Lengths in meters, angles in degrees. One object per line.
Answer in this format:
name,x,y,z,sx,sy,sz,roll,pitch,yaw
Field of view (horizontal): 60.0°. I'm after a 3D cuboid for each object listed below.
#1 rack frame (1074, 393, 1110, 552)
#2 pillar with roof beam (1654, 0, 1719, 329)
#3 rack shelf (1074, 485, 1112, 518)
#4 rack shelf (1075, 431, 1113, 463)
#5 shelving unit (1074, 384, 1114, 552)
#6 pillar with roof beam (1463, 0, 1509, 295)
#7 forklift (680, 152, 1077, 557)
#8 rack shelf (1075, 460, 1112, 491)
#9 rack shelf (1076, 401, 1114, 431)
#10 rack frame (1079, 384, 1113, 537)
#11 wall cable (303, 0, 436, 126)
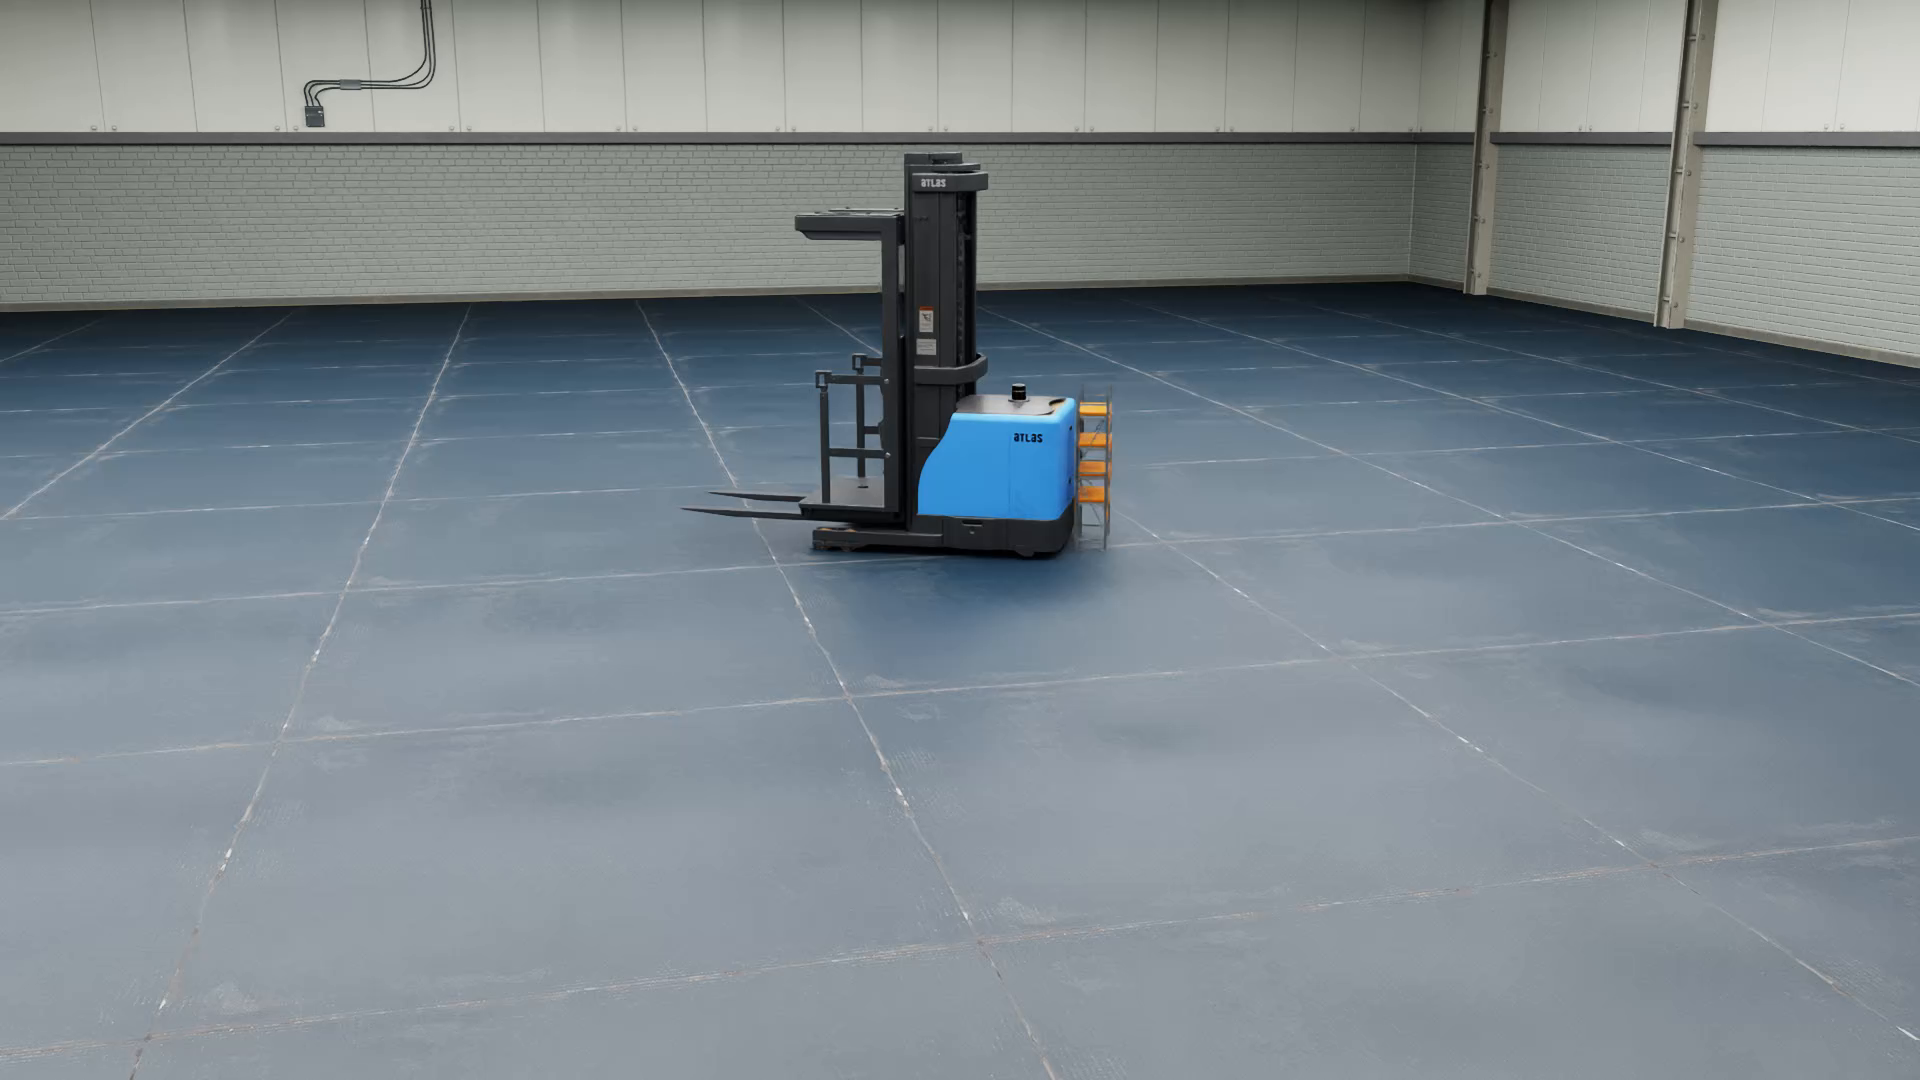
rack frame,0.987,-0.500,12.445,0.240,1.200,0.015,2,14,8
pillar with roof beam,7.403,-7.611,25.121,9.100,9.000,0.400,-3,14,-13
rack shelf,1.021,-0.299,12.743,0.258,0.148,0.480,2,14,8
rack shelf,1.021,-0.709,12.643,0.258,0.148,0.480,2,14,8
shelving unit,1.021,-0.557,12.680,0.258,1.200,0.503,2,14,8
pillar with roof beam,5.994,-8.996,30.786,9.100,9.000,0.400,-3,14,-13
forklift,-0.647,-1.457,12.717,3.031,2.935,1.130,3,14,12
rack shelf,1.021,-0.492,12.696,0.258,0.148,0.480,2,14,8
rack shelf,1.020,-0.939,12.587,0.258,0.148,0.480,2,14,8
rack frame,1.054,-0.615,12.915,0.240,1.200,0.015,2,14,8
wall cable,-10.616,-10.411,29.413,2.305,6.003,0.169,-3,14,-13
